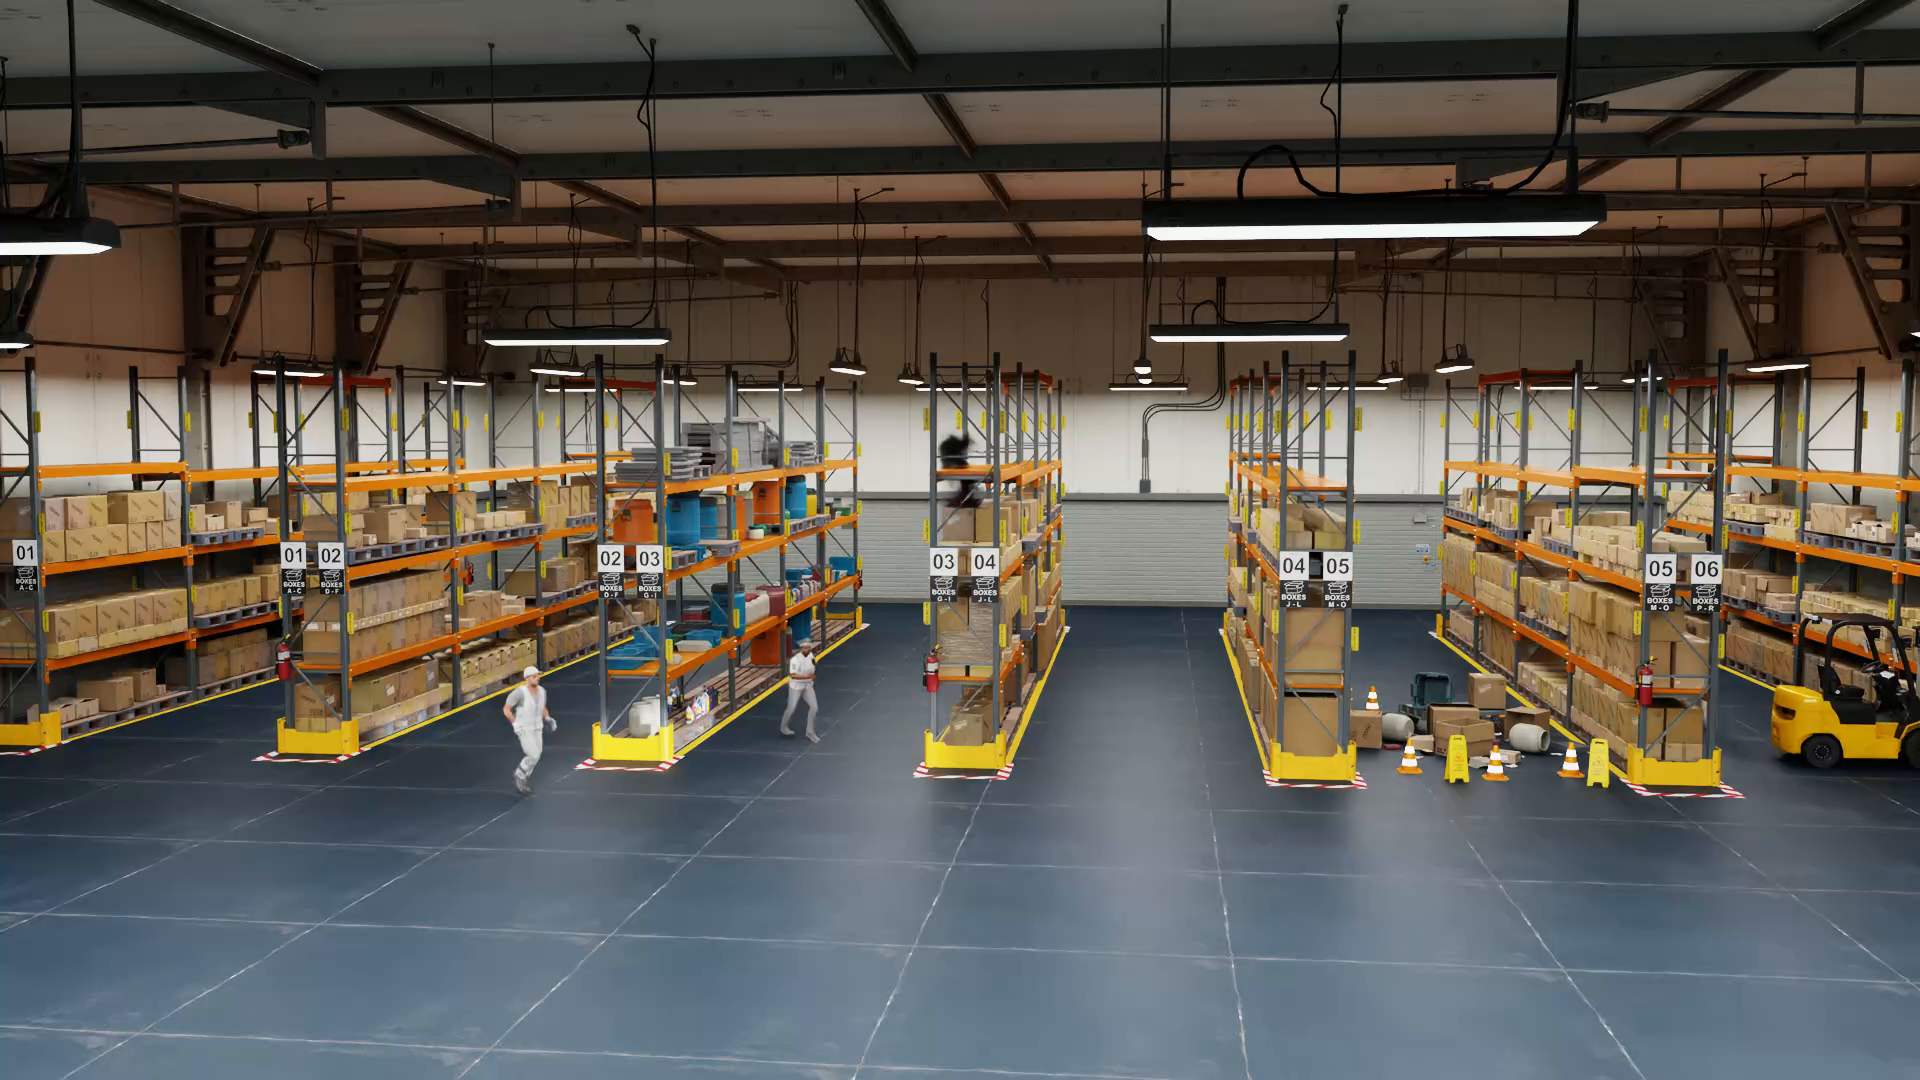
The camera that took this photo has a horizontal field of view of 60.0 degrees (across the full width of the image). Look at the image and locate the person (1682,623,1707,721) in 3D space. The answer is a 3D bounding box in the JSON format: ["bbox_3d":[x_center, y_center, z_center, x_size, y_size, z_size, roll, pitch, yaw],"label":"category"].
[{"bbox_3d":[12.247,2.225,27.829,0.561,1.638,0.950,0,4,-1],"label":"person"}]

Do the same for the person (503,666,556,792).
[{"bbox_3d":[-5.797,2.551,22.365,0.649,1.729,0.623,3,5,36],"label":"person"}]

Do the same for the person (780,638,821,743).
[{"bbox_3d":[-2.492,2.339,26.125,0.588,1.668,0.955,-3,5,-39],"label":"person"}]
